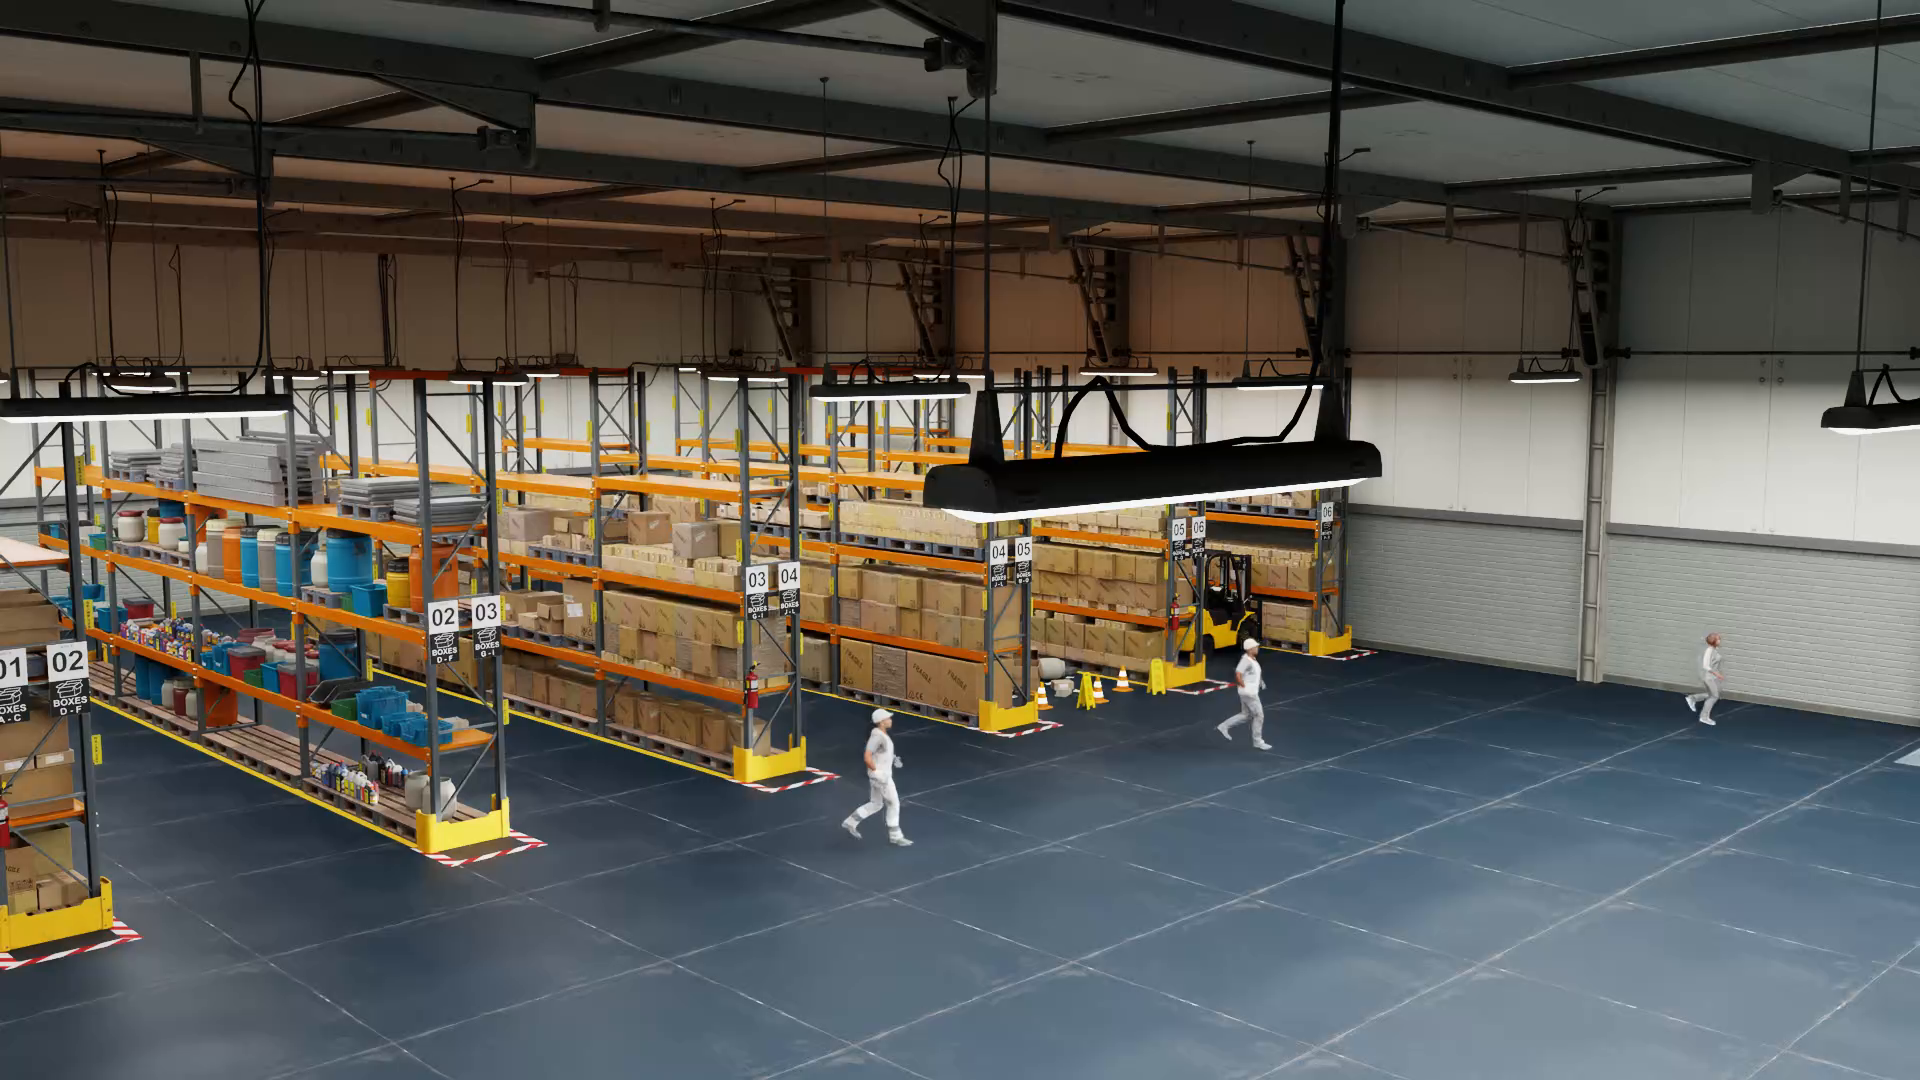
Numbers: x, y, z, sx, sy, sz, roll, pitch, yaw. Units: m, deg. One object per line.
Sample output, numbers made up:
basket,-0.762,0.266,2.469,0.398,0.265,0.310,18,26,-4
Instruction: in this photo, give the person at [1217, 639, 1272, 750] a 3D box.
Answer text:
person,4.573,2.457,26.647,0.888,1.780,0.692,1,7,9

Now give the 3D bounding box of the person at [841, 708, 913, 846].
person,-1.066,3.046,21.349,0.924,1.796,0.661,-1,7,-8

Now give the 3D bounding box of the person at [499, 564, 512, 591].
person,-10.181,1.356,36.836,0.605,1.657,0.546,-5,8,-38

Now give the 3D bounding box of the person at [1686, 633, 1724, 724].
person,12.775,2.359,28.469,0.610,1.573,0.554,5,8,36
